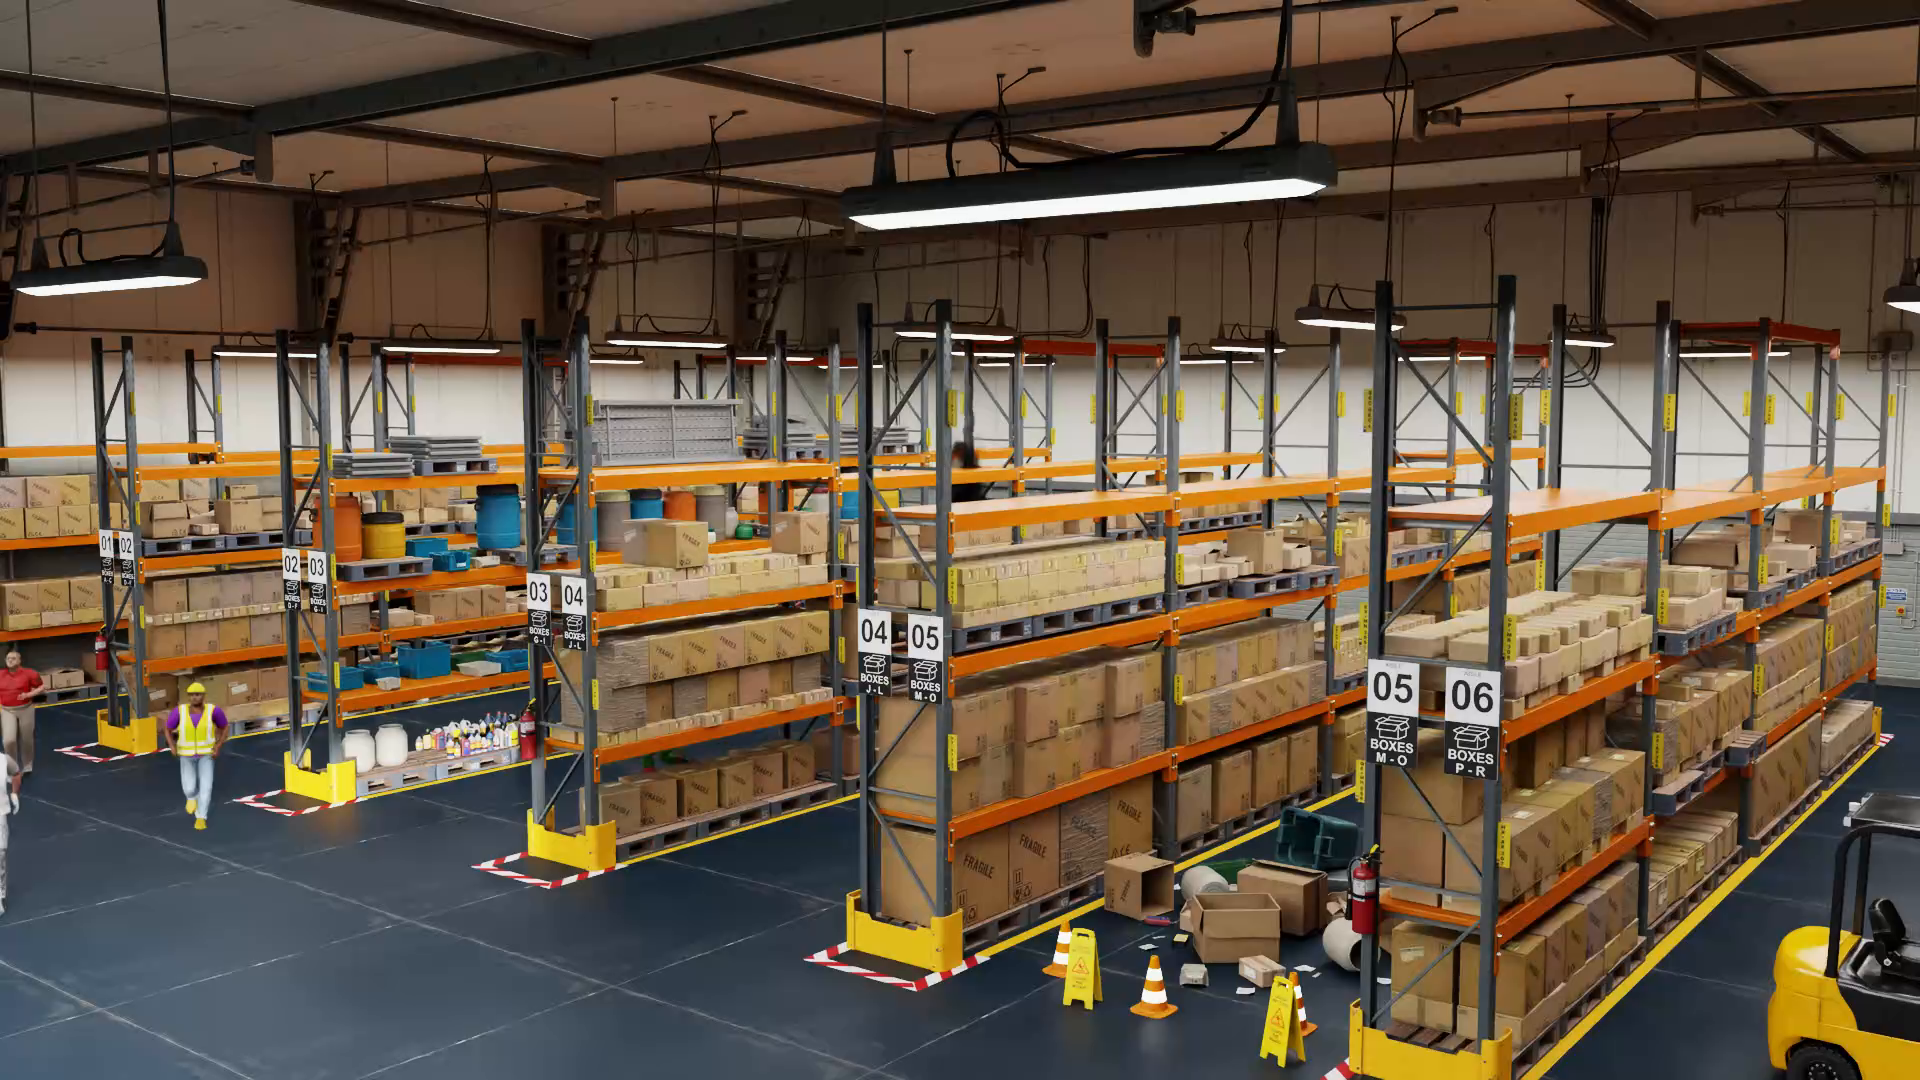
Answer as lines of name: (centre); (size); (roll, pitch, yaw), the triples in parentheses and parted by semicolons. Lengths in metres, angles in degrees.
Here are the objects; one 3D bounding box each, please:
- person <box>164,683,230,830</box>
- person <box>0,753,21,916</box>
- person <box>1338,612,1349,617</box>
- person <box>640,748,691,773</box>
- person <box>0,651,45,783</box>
person: (-9.175, 2.531, 20.026); (0.717, 1.672, 0.654); (-3, 6, -28)
person: (-9.844, 2.809, 16.774); (0.667, 1.808, 0.894); (-2, 6, -27)
person: (6.207, 1.984, 27.029); (0.552, 1.647, 0.671); (4, 6, 39)
person: (-3.887, 2.406, 21.646); (0.669, 1.760, 0.868); (4, 6, 37)
person: (-12.677, 2.379, 22.394); (0.648, 1.796, 0.748); (-2, 5, -20)
